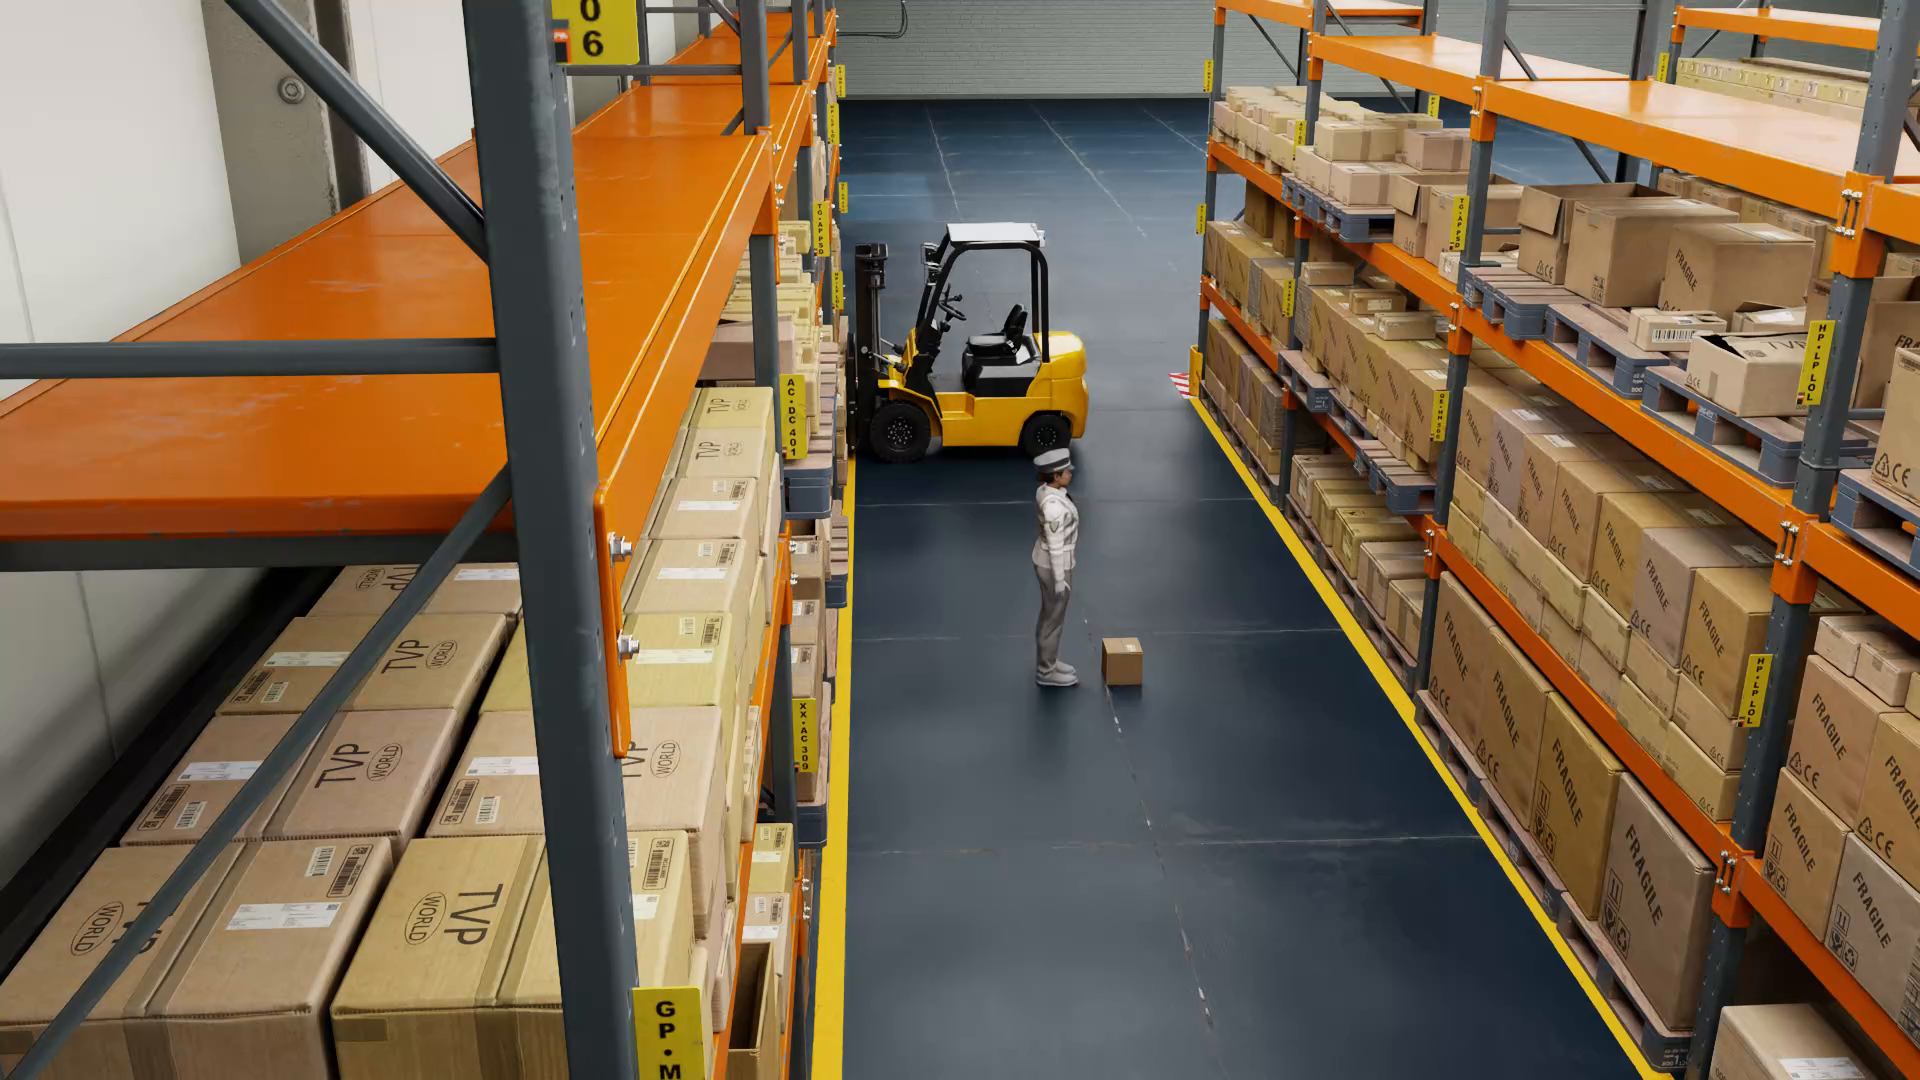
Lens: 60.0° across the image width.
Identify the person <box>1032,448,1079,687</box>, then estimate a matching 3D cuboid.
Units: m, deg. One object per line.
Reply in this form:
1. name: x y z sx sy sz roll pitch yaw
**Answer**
1. person: 0.655 0.193 11.354 0.329 1.688 0.465 -1 21 -3
